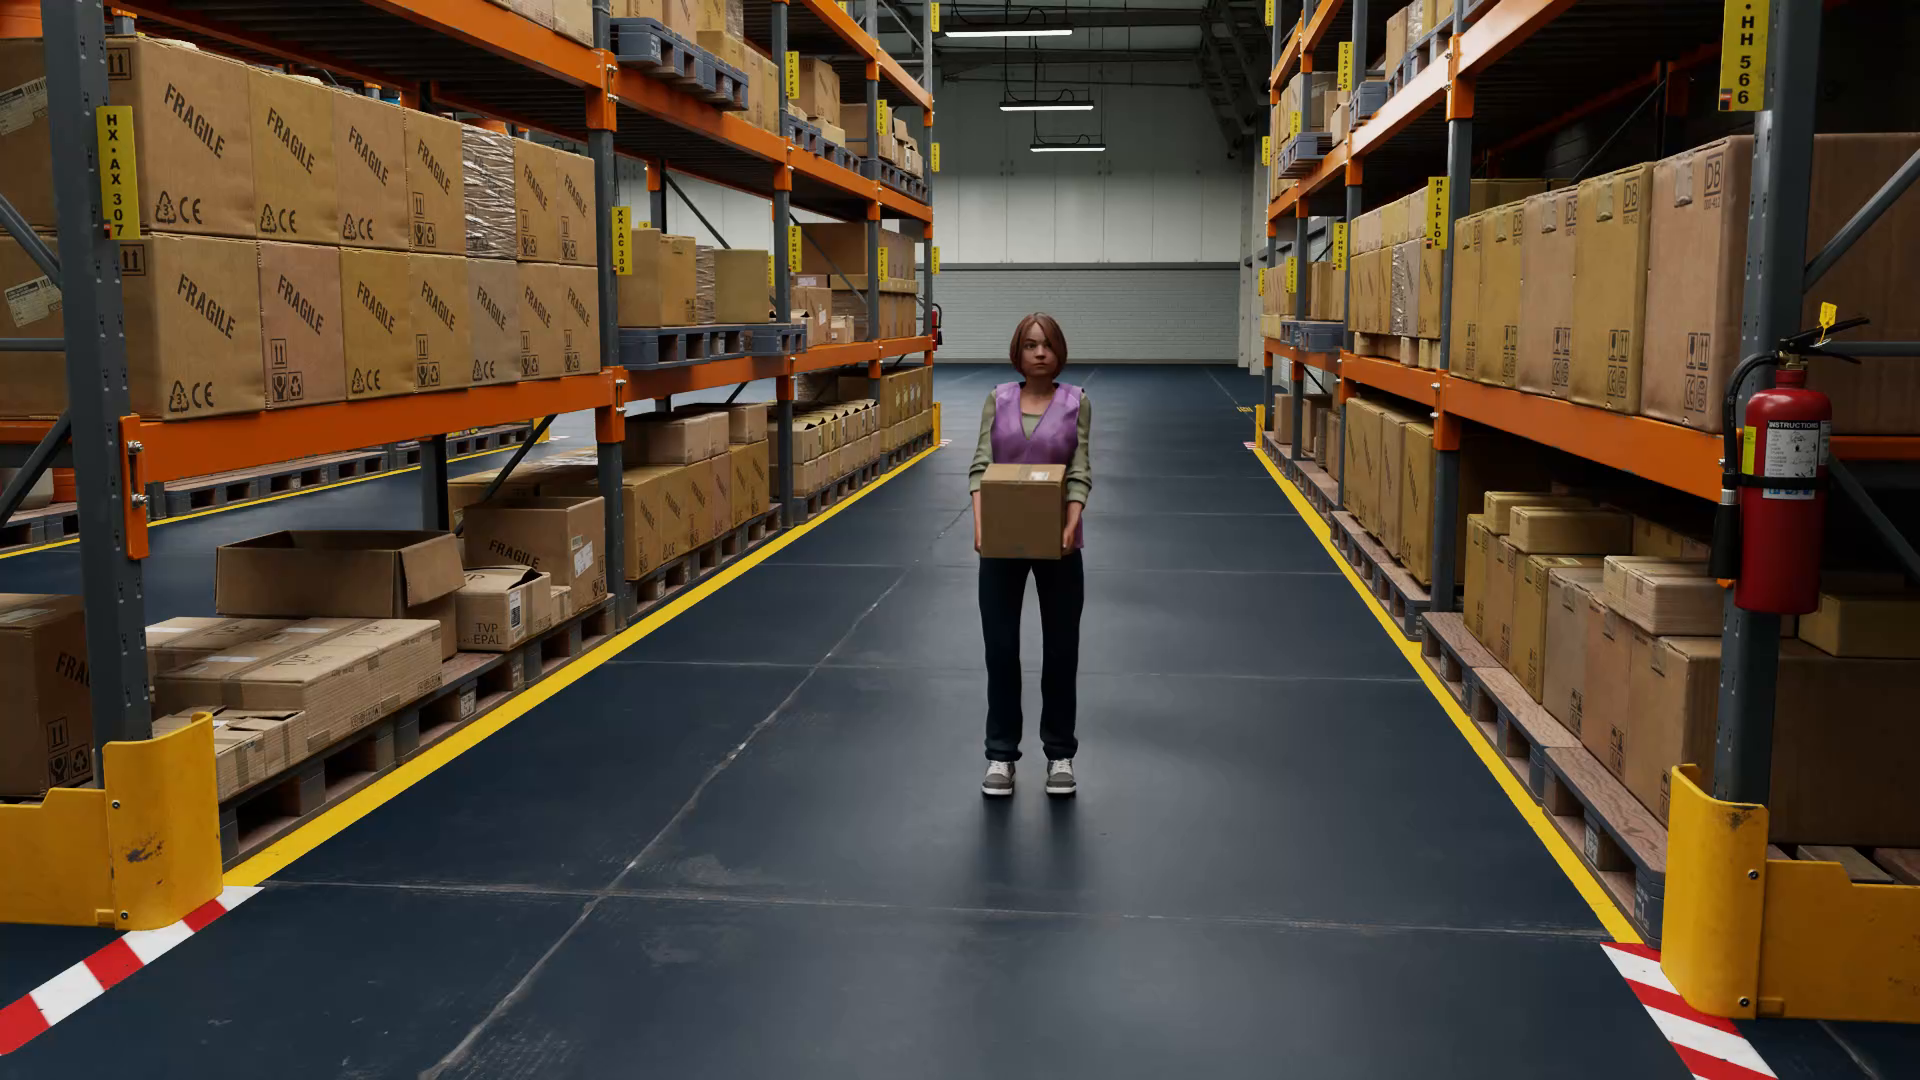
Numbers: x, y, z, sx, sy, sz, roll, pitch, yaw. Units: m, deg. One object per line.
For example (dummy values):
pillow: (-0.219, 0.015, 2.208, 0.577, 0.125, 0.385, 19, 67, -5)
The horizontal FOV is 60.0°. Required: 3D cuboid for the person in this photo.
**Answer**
person: (0.228, 0.055, 5.462, 0.405, 1.592, 0.488, 1, 8, 7)
